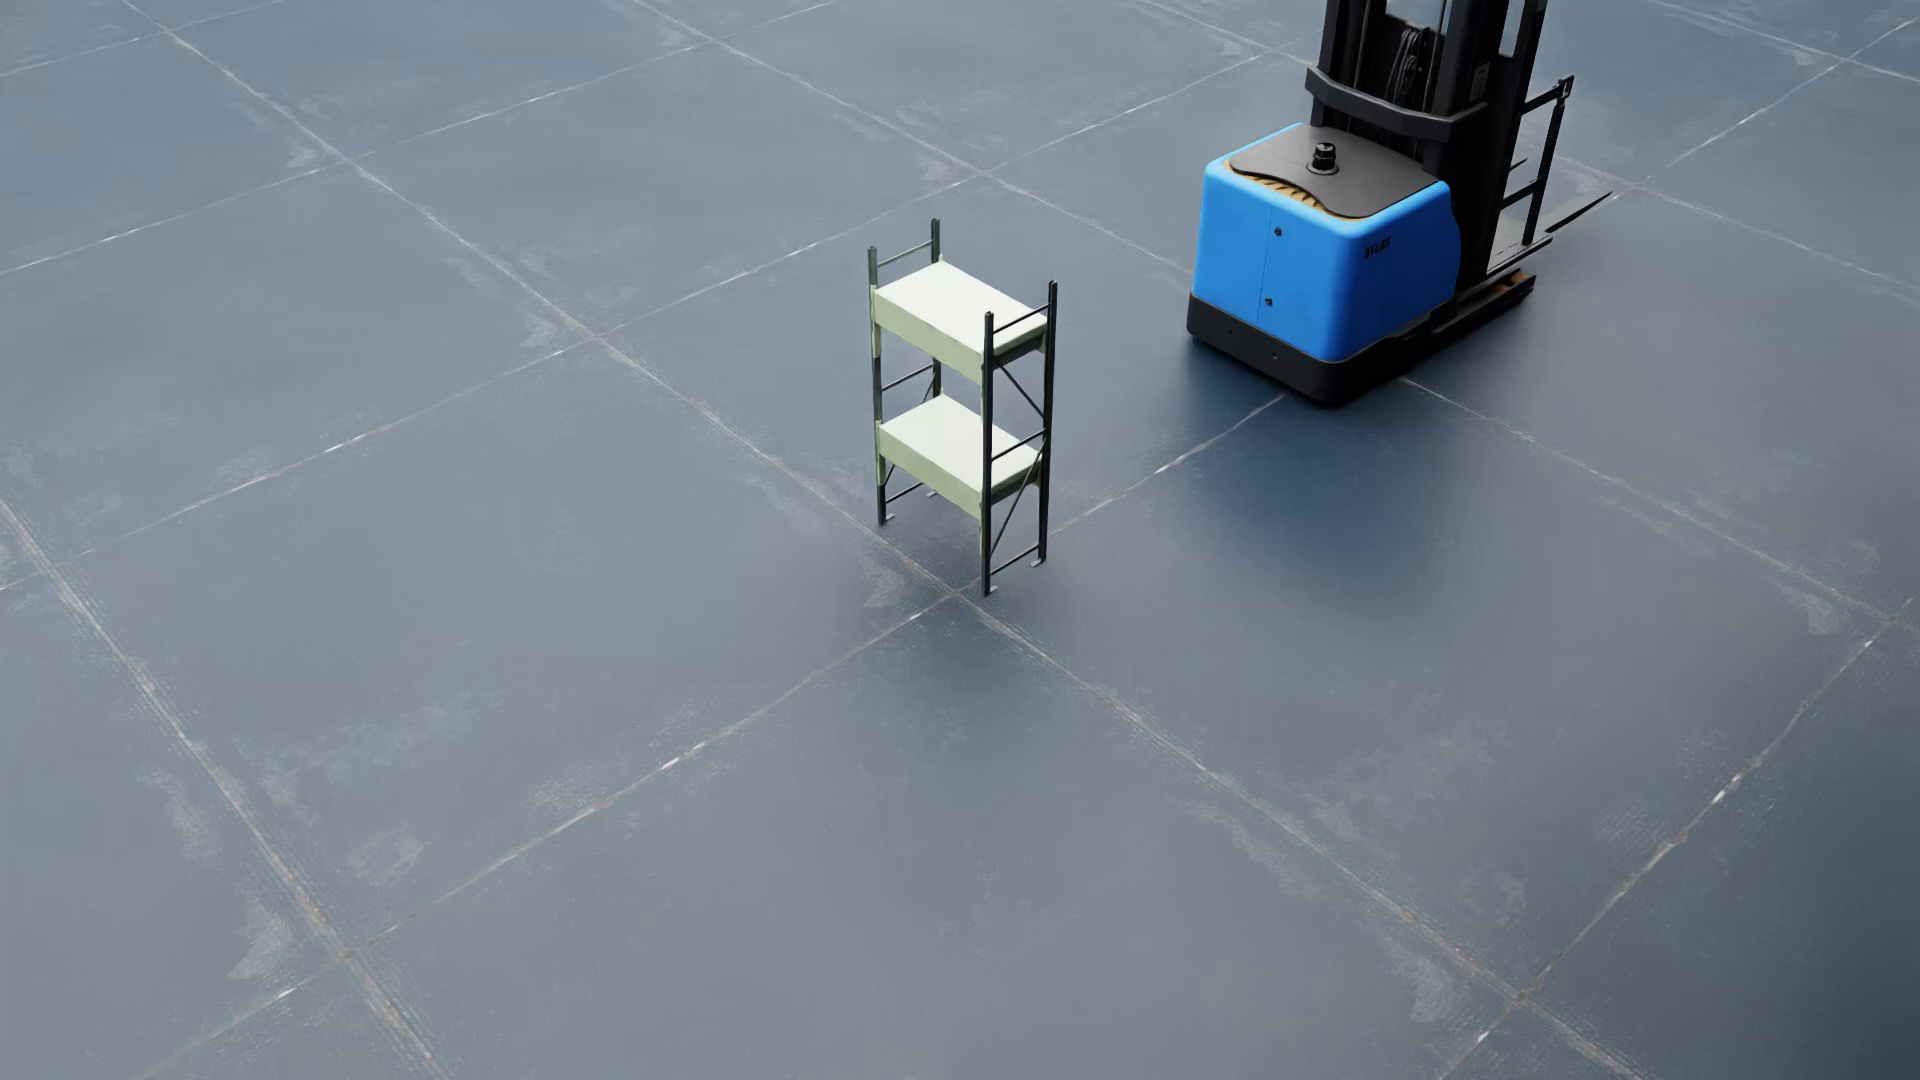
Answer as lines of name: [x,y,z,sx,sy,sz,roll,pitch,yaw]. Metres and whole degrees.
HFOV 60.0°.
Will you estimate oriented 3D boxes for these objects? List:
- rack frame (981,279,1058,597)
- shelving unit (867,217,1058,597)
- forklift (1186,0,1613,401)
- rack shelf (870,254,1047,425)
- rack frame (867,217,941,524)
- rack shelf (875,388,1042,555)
rack frame: [0.252,-0.411,7.273,0.400,1.500,0.023,-30,48,-32]
shelving unit: [0.005,-0.580,7.483,0.431,1.500,0.755,-30,48,-32]
forklift: [2.700,-2.665,8.925,3.031,2.935,1.130,-29,47,-31]
rack shelf: [0.005,-0.884,7.238,0.431,0.370,0.720,-30,48,-32]
rack frame: [-0.243,-0.750,7.693,0.400,1.500,0.023,-30,48,-32]
rack shelf: [0.005,-0.327,7.688,0.431,0.370,0.720,-30,48,-32]
